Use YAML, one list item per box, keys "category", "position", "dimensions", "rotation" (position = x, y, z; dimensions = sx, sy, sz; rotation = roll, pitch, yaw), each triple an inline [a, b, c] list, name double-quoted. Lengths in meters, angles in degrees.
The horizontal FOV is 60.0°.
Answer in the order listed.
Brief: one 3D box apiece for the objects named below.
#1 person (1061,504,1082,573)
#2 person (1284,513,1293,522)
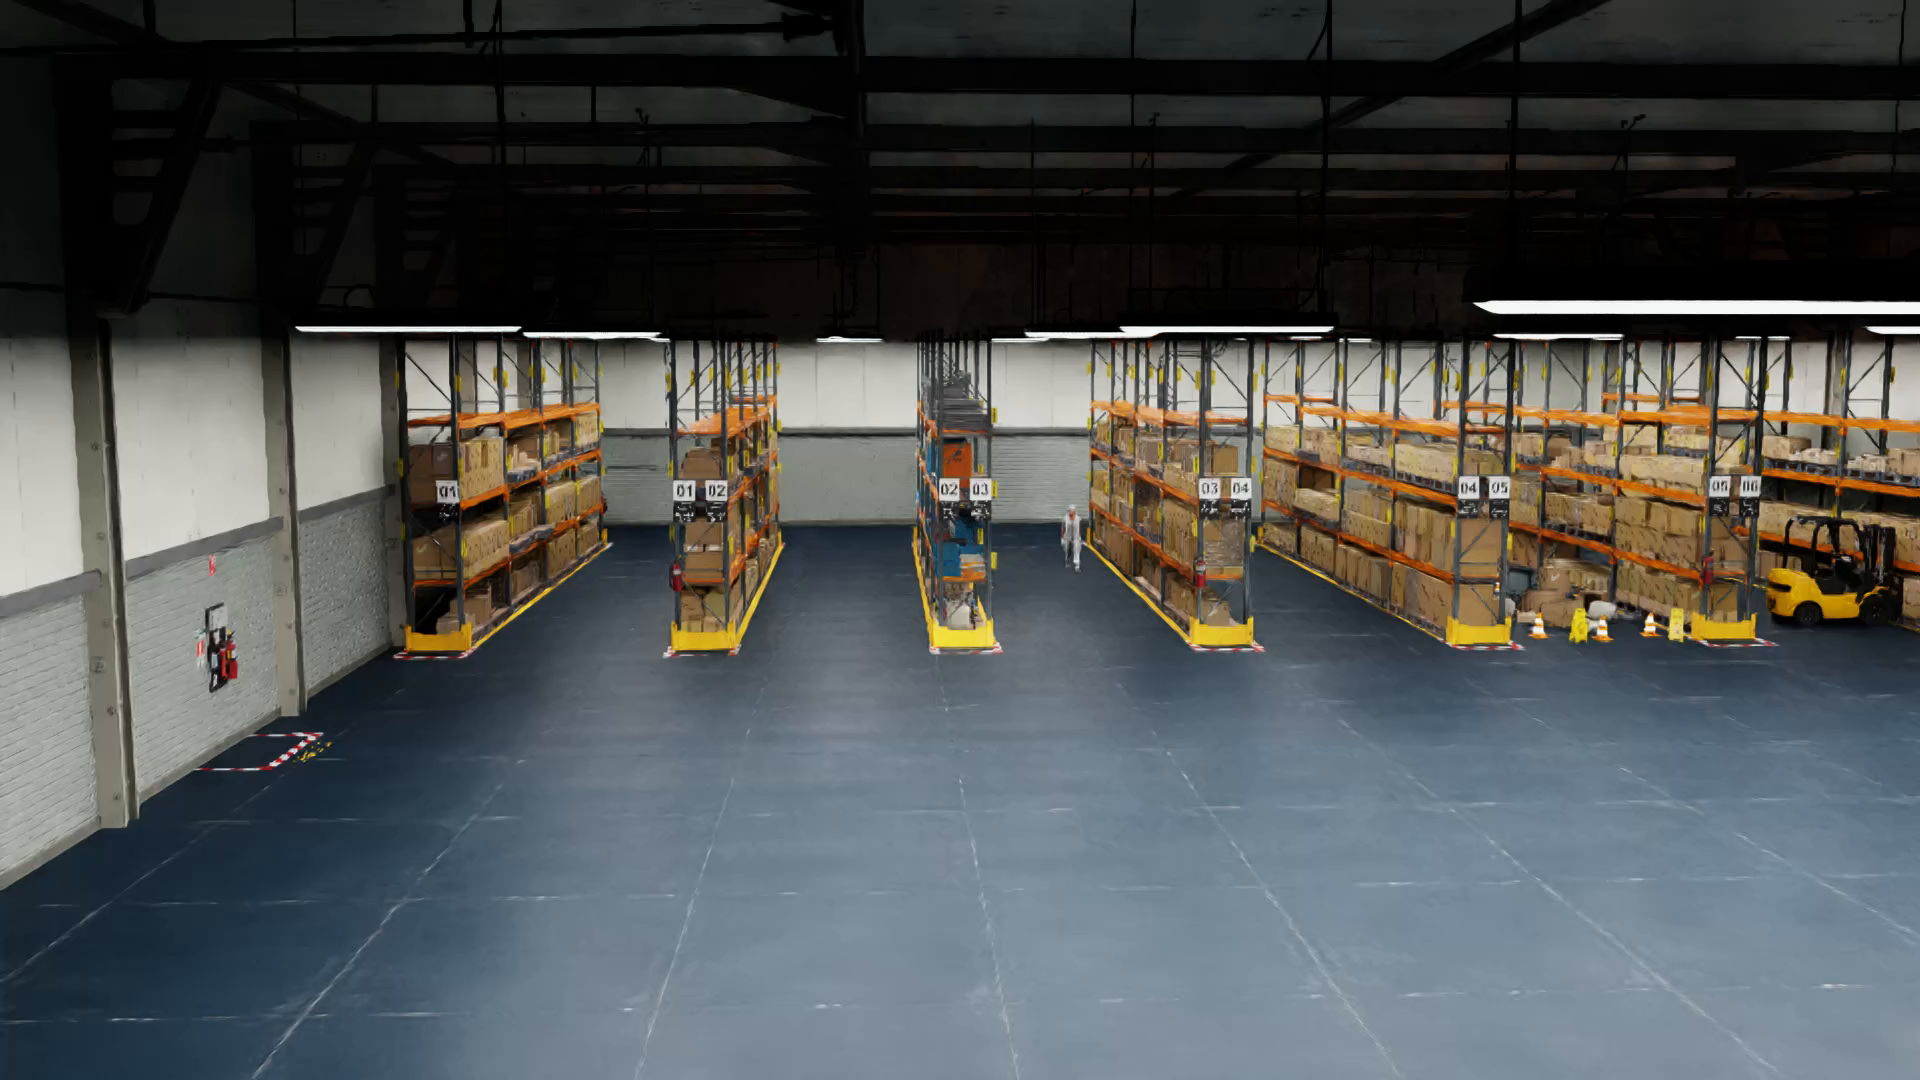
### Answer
- category: "person"
  position: [2.803, -0.055, 41.727]
  dimensions: [0.553, 1.709, 1.123]
  rotation: [0, 7, -1]
- category: "person"
  position: [9.811, -0.919, 48.953]
  dimensions: [0.542, 1.781, 0.779]
  rotation: [-4, 8, -28]
